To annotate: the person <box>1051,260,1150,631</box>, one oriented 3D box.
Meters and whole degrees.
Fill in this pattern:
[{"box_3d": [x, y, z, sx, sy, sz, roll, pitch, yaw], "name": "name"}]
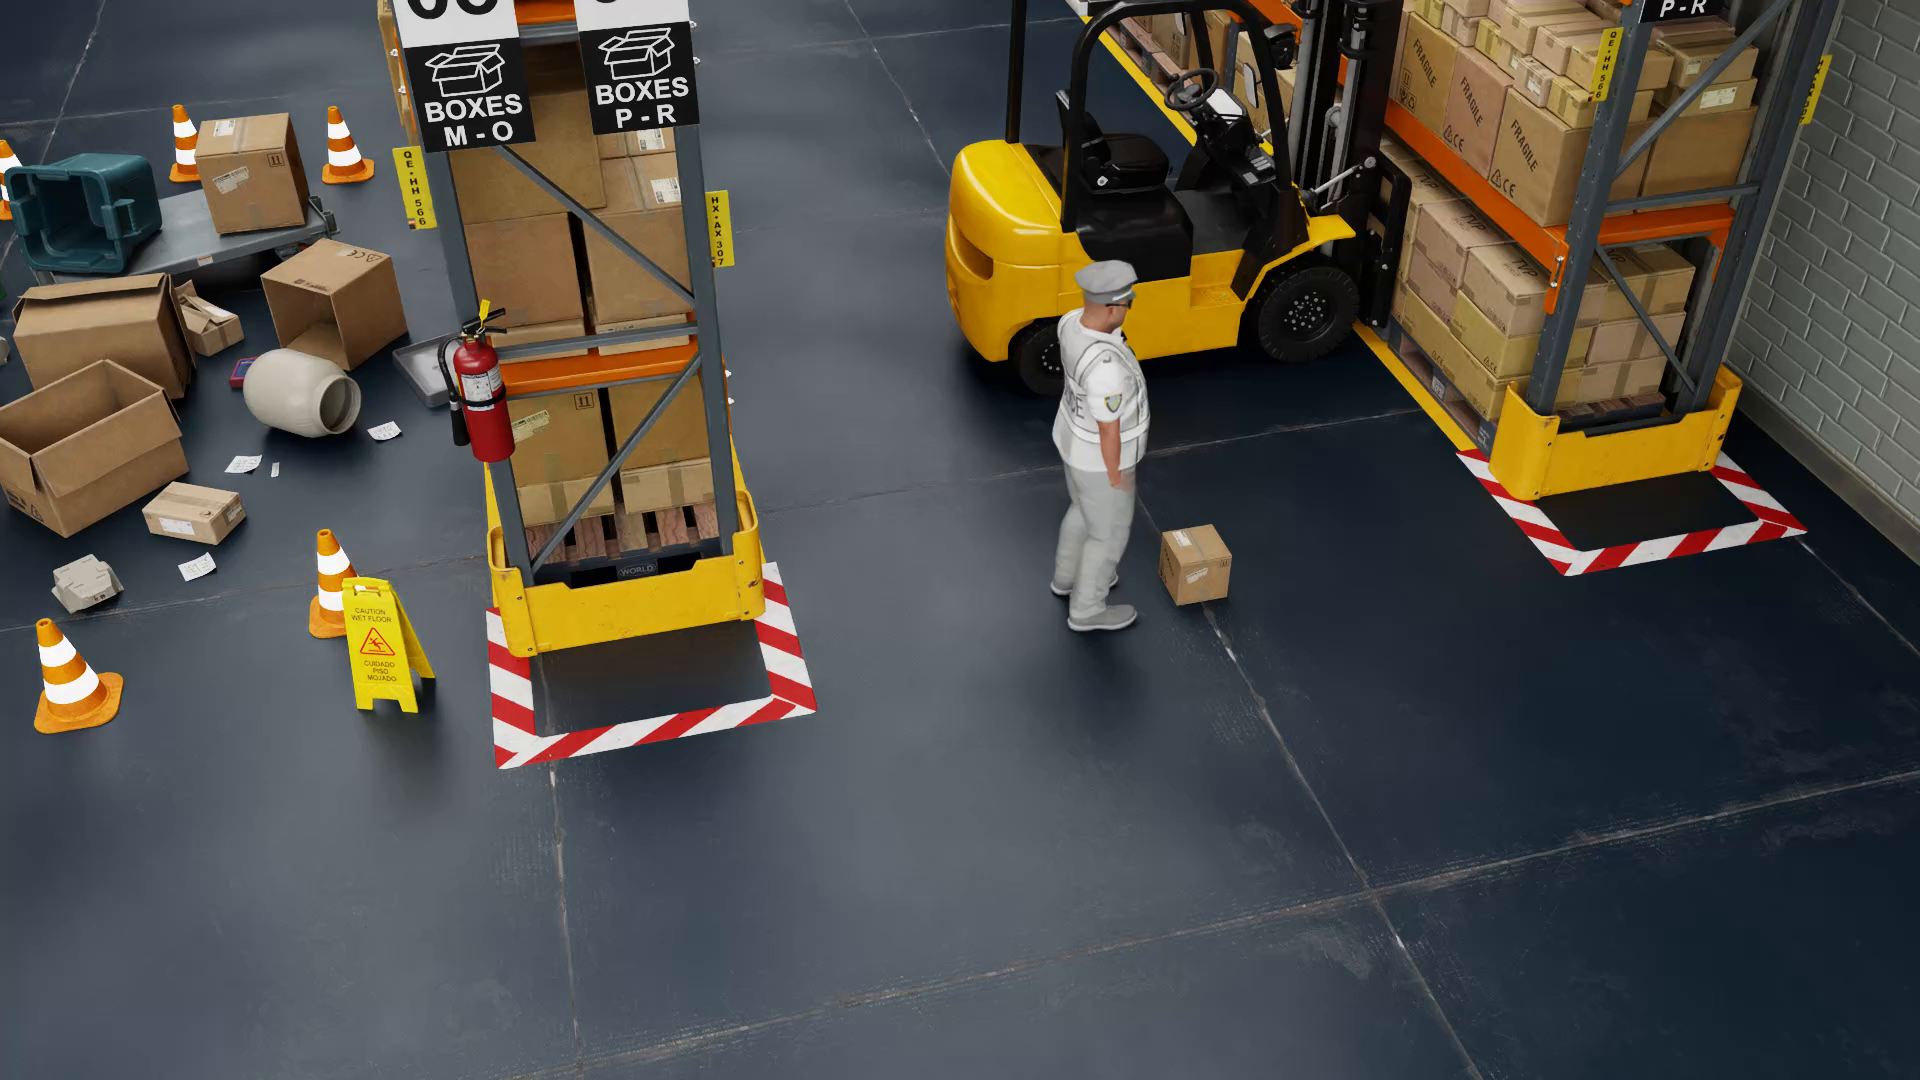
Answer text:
[{"box_3d": [0.609, -0.403, 7.235, 0.393, 1.742, 0.528, -9, 39, -11], "name": "person"}]
